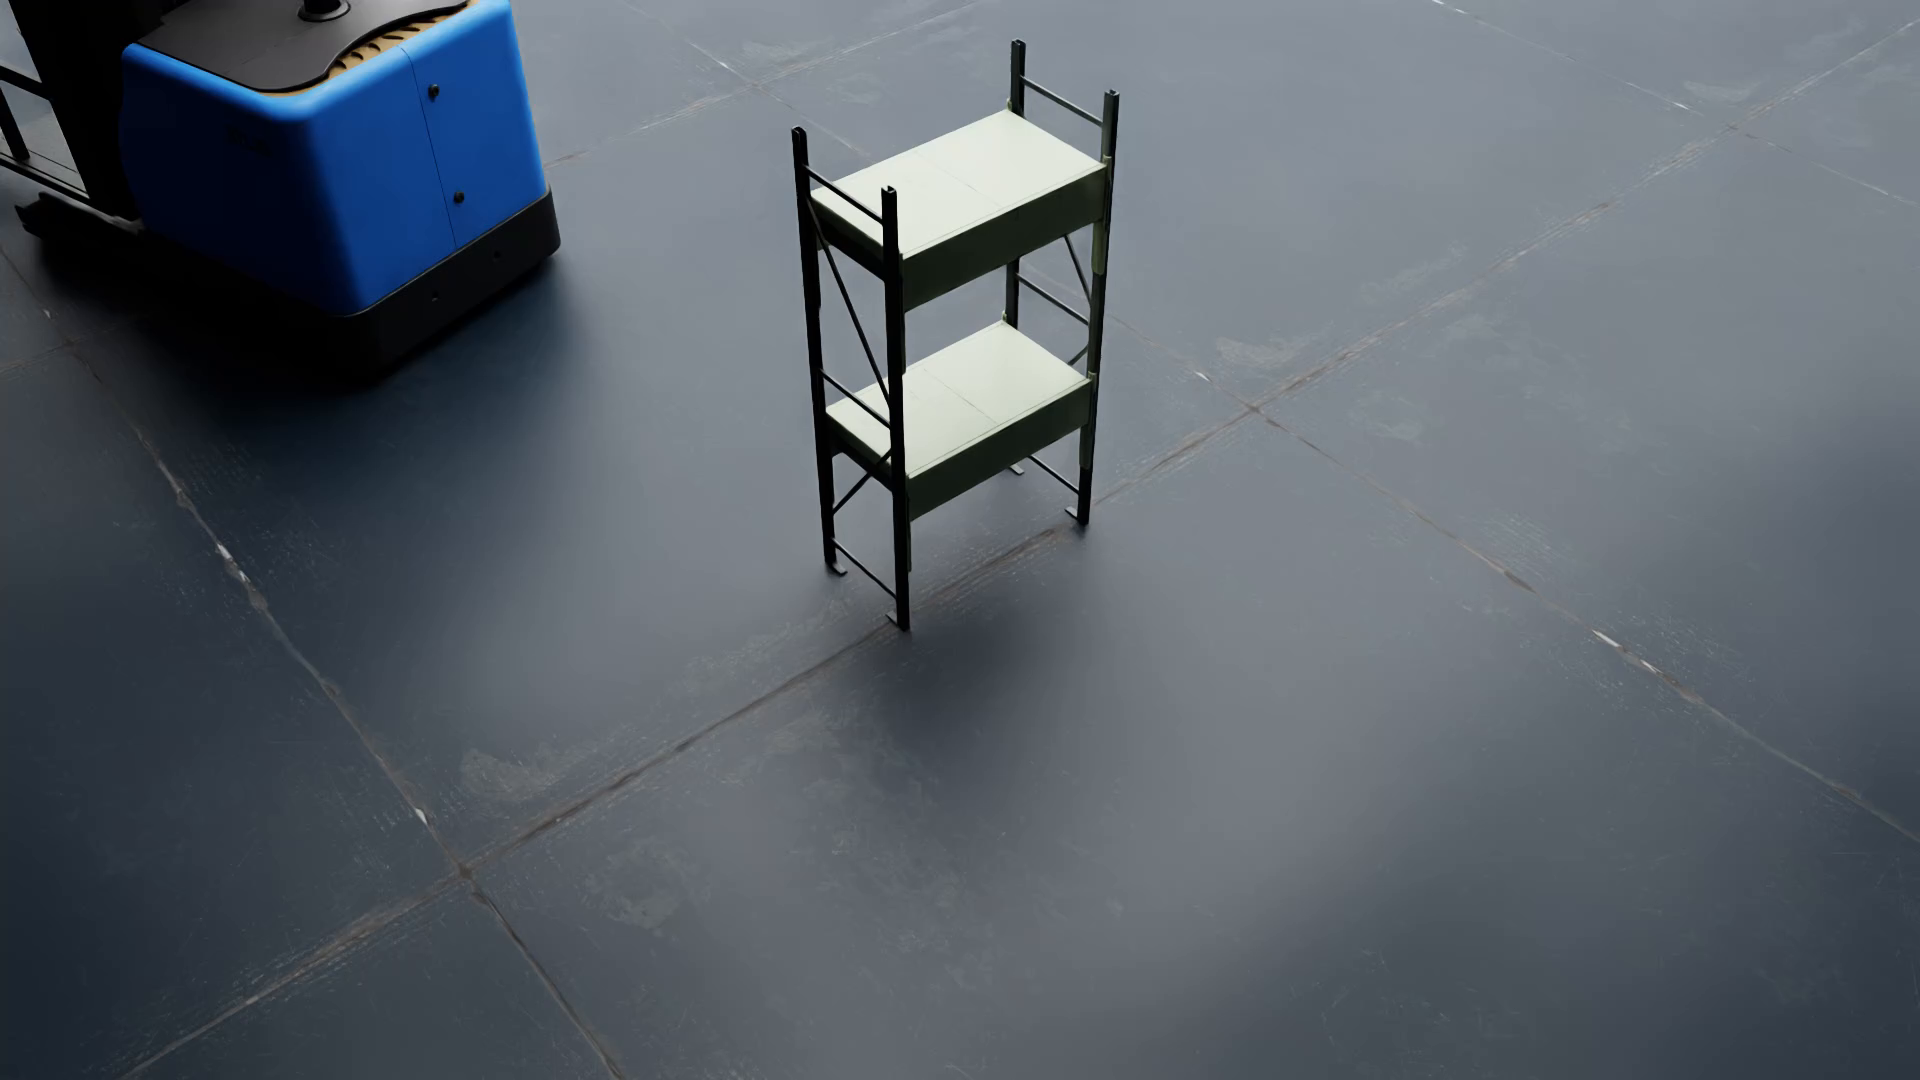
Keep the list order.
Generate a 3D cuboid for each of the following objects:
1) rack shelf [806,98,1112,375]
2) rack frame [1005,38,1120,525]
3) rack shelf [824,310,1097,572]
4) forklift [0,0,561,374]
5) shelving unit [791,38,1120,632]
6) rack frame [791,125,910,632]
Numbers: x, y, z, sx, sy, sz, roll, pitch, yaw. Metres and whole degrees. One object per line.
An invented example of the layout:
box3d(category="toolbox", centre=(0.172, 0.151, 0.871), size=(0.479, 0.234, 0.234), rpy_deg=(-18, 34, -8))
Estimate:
box3d(category="rack shelf", centre=(-0.005, -0.828, 4.466), size=(0.720, 0.370, 0.431), rpy_deg=(-30, 51, -28))
box3d(category="rack frame", centre=(0.276, -0.705, 4.905), size=(0.023, 1.500, 0.400), rpy_deg=(-30, 51, -28))
box3d(category="rack shelf", centre=(-0.005, -0.306, 4.957), size=(0.720, 0.370, 0.431), rpy_deg=(-30, 51, -28))
box3d(category="forklift", centre=(-3.037, -2.431, 5.697), size=(3.031, 2.935, 1.130), rpy_deg=(24, 48, 24))
box3d(category="shelving unit", centre=(-0.005, -0.544, 4.733), size=(0.755, 1.500, 0.431), rpy_deg=(-30, 51, -28))
box3d(category="rack frame", centre=(-0.286, -0.383, 4.562), size=(0.023, 1.500, 0.400), rpy_deg=(-30, 51, -28))
